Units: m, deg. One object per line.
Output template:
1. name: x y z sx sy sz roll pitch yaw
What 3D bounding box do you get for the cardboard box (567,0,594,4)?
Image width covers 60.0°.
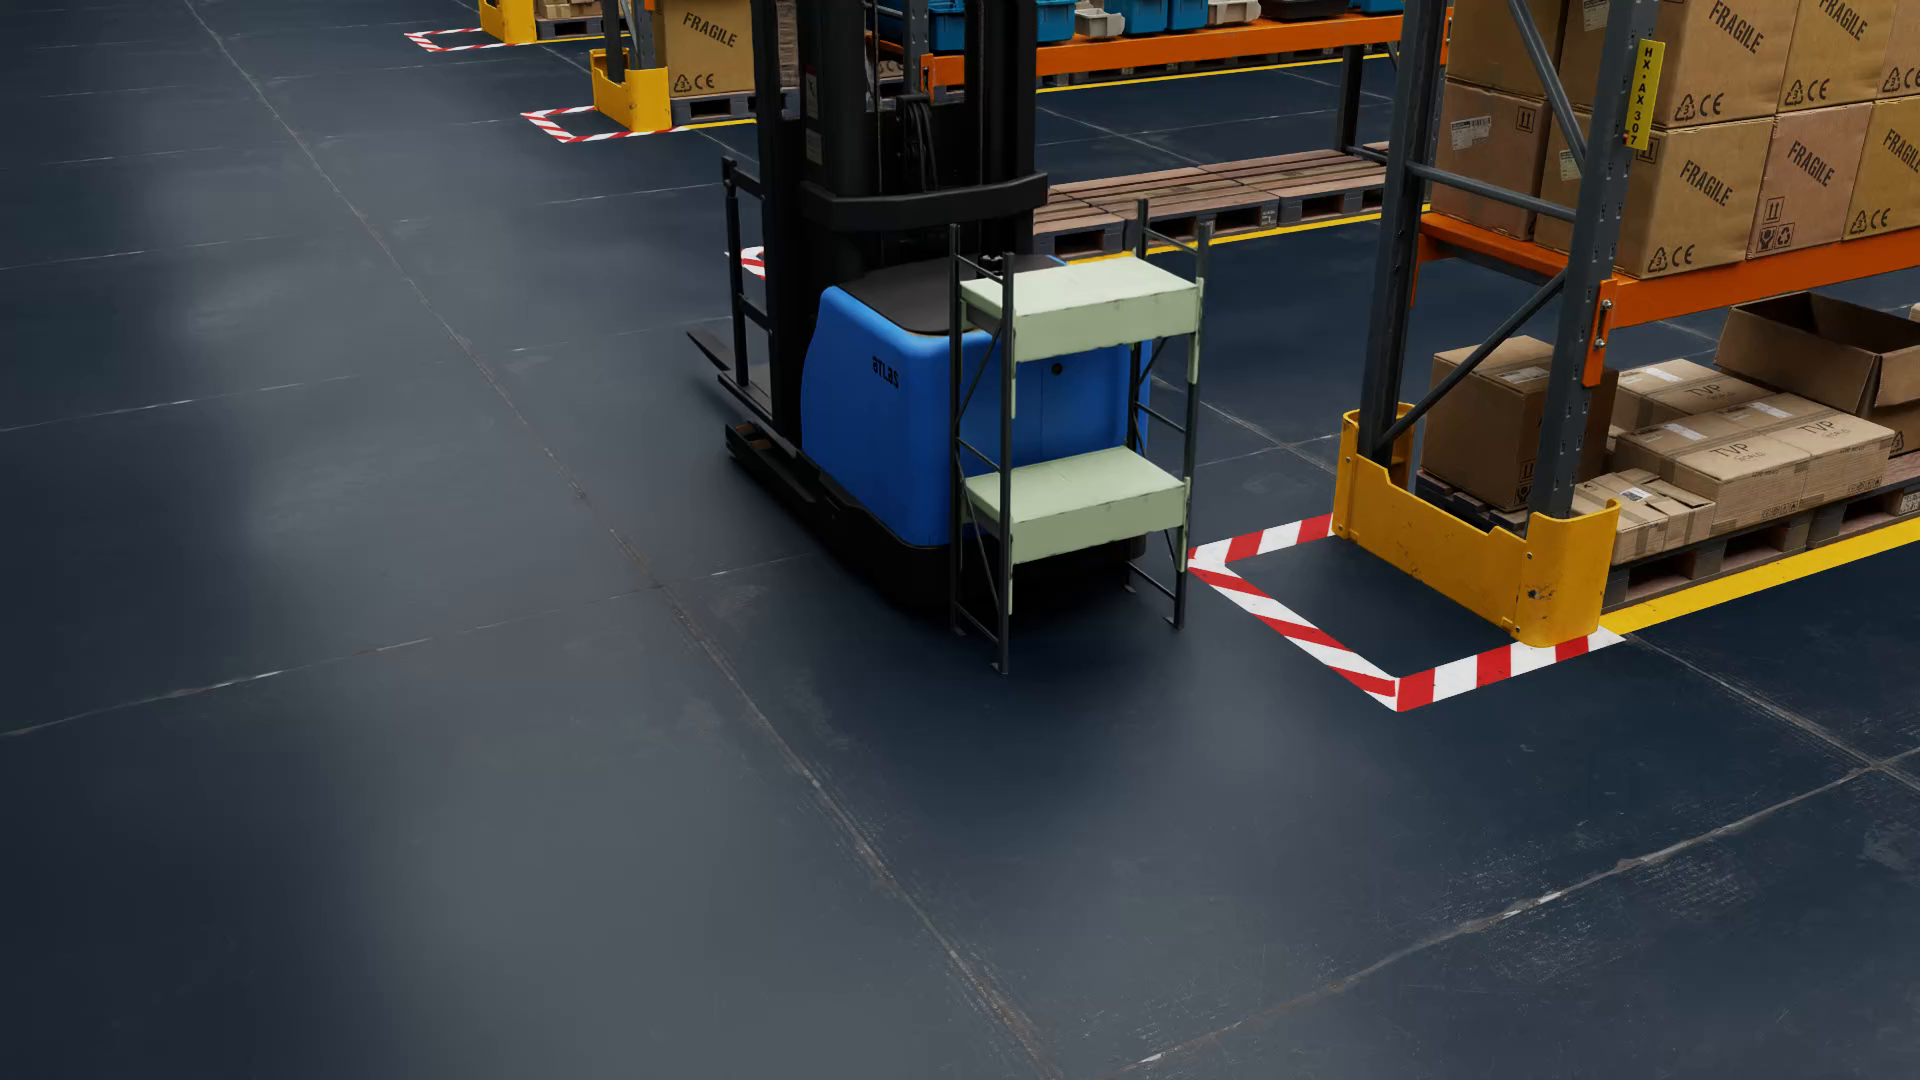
1. cardboard box: -4.189 -5.979 18.201 0.250 0.149 0.380 -13 29 -25

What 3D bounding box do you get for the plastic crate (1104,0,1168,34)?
1. plastic crate: 1.070 -3.235 10.147 0.300 0.233 0.416 -13 29 -25

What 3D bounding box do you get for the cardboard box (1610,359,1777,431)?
1. cardboard box: 3.079 -0.544 7.086 0.500 0.250 0.500 -13 29 -25

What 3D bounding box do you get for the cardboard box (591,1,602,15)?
1. cardboard box: -4.019 -5.924 18.431 0.250 0.149 0.380 -13 28 -25

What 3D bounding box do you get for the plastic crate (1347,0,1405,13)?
1. plastic crate: 2.813 -3.700 10.940 0.575 0.384 0.392 -13 29 -25

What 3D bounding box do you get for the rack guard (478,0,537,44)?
1. rack guard: -4.973 -5.786 18.224 0.348 0.500 1.175 -13 29 -25

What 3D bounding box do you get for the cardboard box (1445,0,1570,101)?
1. cardboard box: 2.126 -1.890 5.950 0.500 0.500 0.500 -13 29 -26

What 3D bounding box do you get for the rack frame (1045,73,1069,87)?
1. rack frame: 0.734 -5.797 15.359 0.127 3.000 1.000 -13 29 -25

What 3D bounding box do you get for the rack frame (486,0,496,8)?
1. rack frame: -5.040 -6.897 17.650 0.127 3.000 1.000 -13 29 -25

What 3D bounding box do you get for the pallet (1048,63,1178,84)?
1. pallet: 1.379 -4.726 16.350 1.213 0.211 1.003 -13 29 -25

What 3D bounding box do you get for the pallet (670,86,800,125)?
1. pallet: -2.127 -3.918 14.667 1.213 0.211 1.003 -13 29 -25

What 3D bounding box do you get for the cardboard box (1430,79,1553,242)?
1. cardboard box: 2.130 -1.439 6.165 0.500 0.500 0.500 -12 28 -24

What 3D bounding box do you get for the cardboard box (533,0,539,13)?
1. cardboard box: -4.674 -5.988 18.566 0.250 0.149 0.380 -12 28 -24

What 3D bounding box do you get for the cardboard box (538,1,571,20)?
1. cardboard box: -4.427 -5.786 18.144 0.250 0.149 0.380 -12 28 -24

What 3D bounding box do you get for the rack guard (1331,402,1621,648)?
1. rack guard: 1.930 -0.087 6.354 0.348 0.500 1.175 -13 29 -25

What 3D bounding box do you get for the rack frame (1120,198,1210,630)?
1. rack frame: 0.716 -0.427 5.906 0.023 1.500 0.400 -13 28 -25

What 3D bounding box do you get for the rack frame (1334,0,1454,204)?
1. rack frame: 3.065 -3.906 11.419 0.127 3.000 1.000 -13 29 -25

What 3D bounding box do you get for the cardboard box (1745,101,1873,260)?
1. cardboard box: 2.831 -1.340 5.961 0.500 0.500 0.500 -13 29 -26

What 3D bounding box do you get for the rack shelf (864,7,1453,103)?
1. rack shelf: 1.300 -3.174 10.726 4.000 0.370 1.077 -13 29 -25

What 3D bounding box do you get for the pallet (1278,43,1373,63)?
1. pallet: 3.532 -5.223 17.385 1.213 0.211 1.003 -13 29 -25

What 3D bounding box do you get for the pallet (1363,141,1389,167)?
1. pallet: 3.765 -2.790 12.317 1.213 0.211 1.003 -13 29 -25

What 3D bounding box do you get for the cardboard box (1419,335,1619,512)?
1. cardboard box: 2.227 -0.475 6.653 0.500 0.500 0.500 -13 29 -25

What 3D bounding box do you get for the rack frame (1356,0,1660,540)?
1. rack frame: 1.863 -1.199 5.781 0.127 3.000 1.000 -13 29 -25

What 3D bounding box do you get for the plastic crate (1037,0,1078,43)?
1. plastic crate: 0.489 -3.101 9.868 0.300 0.233 0.416 -13 29 -25

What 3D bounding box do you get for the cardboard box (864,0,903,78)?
1. cardboard box: -0.680 -4.742 15.130 0.875 0.875 0.875 -13 29 -25

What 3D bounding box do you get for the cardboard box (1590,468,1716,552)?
1. cardboard box: 2.614 -0.125 6.309 0.250 0.166 0.380 -13 29 -25

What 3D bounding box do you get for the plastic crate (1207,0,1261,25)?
1. plastic crate: 1.669 -3.344 10.485 0.466 0.136 0.293 -13 29 -25

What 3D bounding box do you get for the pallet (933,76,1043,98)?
1. pallet: 0.026 -4.415 15.702 1.213 0.211 1.003 -13 29 -25

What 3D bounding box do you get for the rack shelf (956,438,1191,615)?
1. rack shelf: 0.391 -0.060 5.895 0.720 0.370 0.431 -13 28 -25

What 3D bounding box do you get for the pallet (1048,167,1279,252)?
1. pallet: 1.356 -2.234 11.159 1.213 0.211 1.003 -13 29 -25

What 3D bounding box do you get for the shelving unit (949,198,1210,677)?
1. shelving unit: 0.391 -0.354 5.754 0.755 1.500 0.431 -13 28 -25

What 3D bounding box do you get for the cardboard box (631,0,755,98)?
1. cardboard box: -2.269 -4.375 14.366 0.875 0.875 0.875 -13 29 -25

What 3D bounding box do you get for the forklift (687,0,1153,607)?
1. forklift: -0.399 -1.680 6.864 1.130 2.935 3.031 -13 28 -25

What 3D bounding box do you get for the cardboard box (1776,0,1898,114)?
1. cardboard box: 2.836 -1.793 5.749 0.500 0.500 0.500 -13 28 -25

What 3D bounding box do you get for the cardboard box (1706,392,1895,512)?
1. cardboard box: 3.358 -0.363 6.710 0.500 0.250 0.500 -13 29 -25

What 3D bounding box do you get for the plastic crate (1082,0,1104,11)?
1. plastic crate: 0.919 -3.421 10.646 0.250 0.136 0.298 -13 29 -25

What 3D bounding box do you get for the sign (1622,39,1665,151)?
1. sign: 2.118 -1.382 5.162 0.005 0.325 0.100 -13 29 -25

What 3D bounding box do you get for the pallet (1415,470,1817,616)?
1. pallet: 2.633 -0.120 6.755 1.213 0.211 1.003 -13 29 -25
